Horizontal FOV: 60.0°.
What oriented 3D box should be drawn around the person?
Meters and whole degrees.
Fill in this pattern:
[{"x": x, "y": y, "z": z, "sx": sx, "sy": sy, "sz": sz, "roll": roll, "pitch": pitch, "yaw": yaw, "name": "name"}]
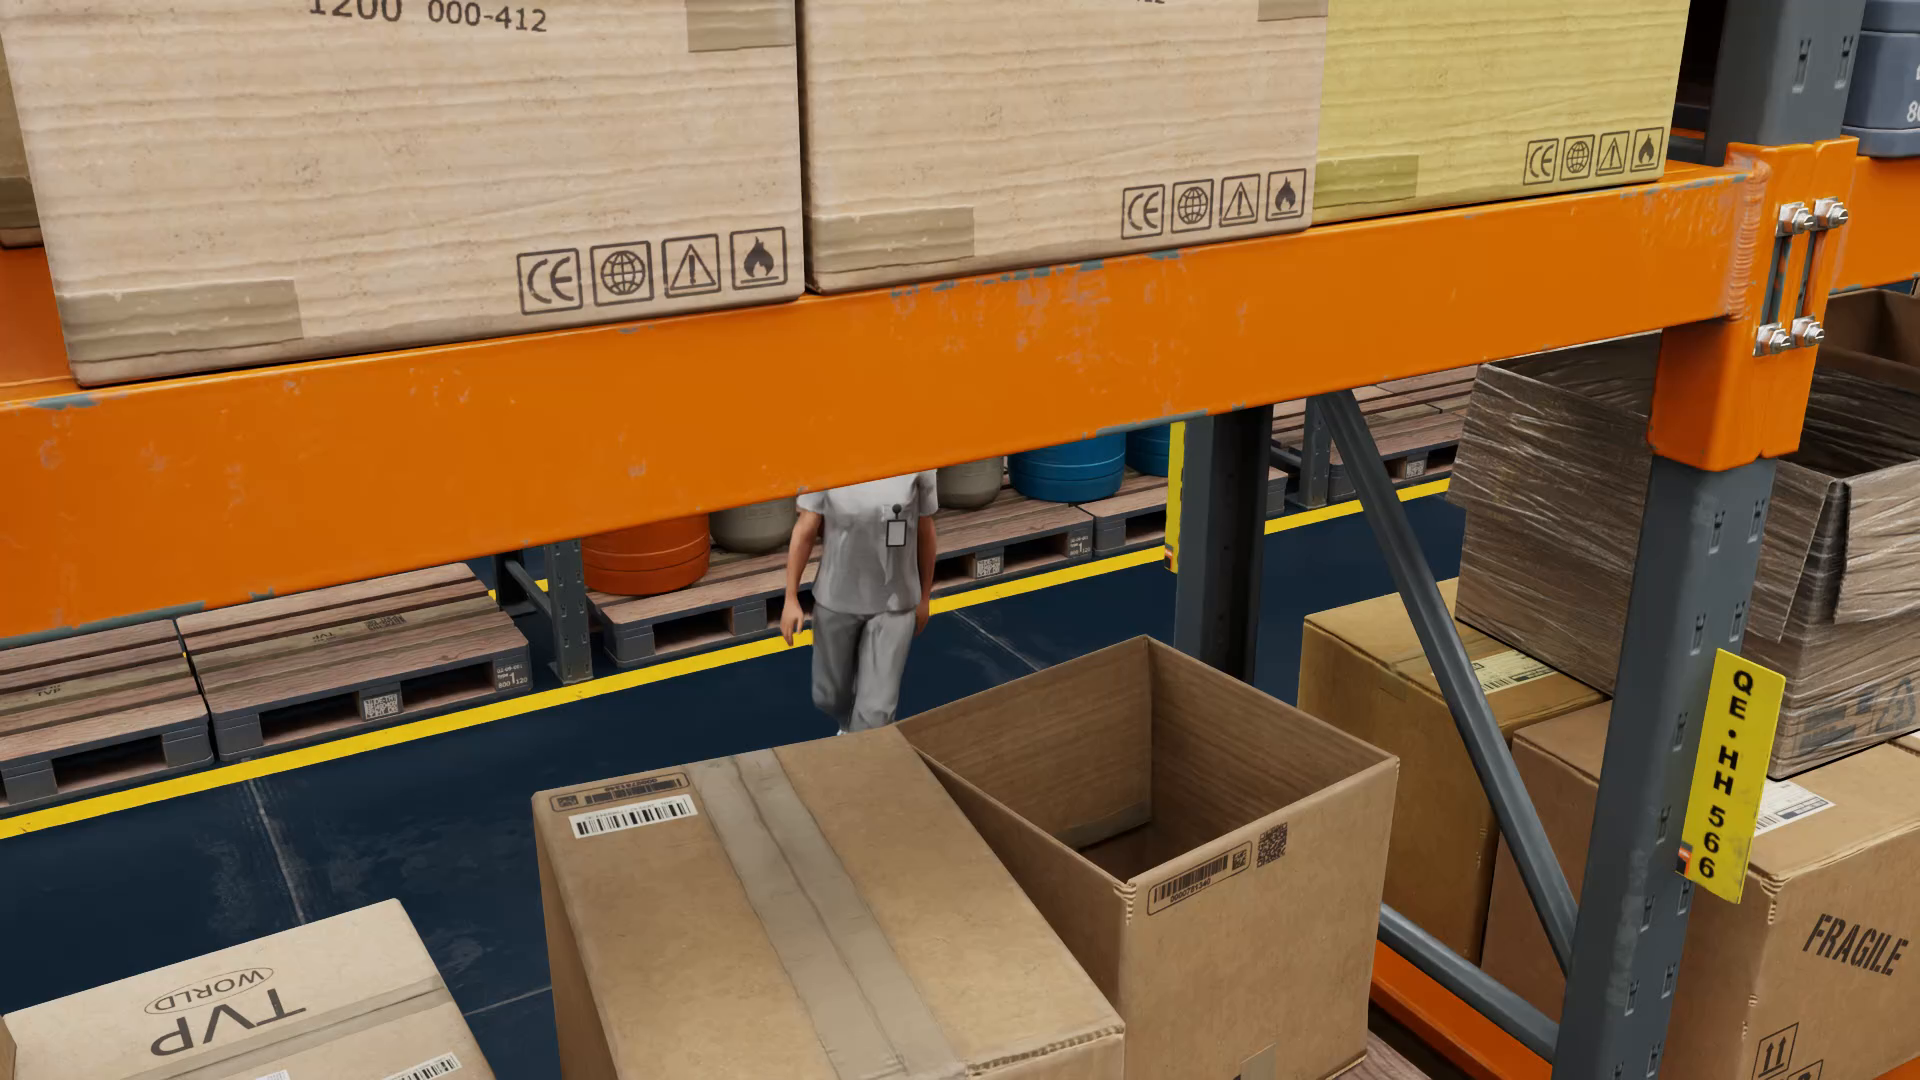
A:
[{"x": -0.334, "y": 0.190, "z": 5.609, "sx": 0.524, "sy": 1.656, "sz": 0.848, "roll": 0, "pitch": 22, "yaw": 1, "name": "person"}]
